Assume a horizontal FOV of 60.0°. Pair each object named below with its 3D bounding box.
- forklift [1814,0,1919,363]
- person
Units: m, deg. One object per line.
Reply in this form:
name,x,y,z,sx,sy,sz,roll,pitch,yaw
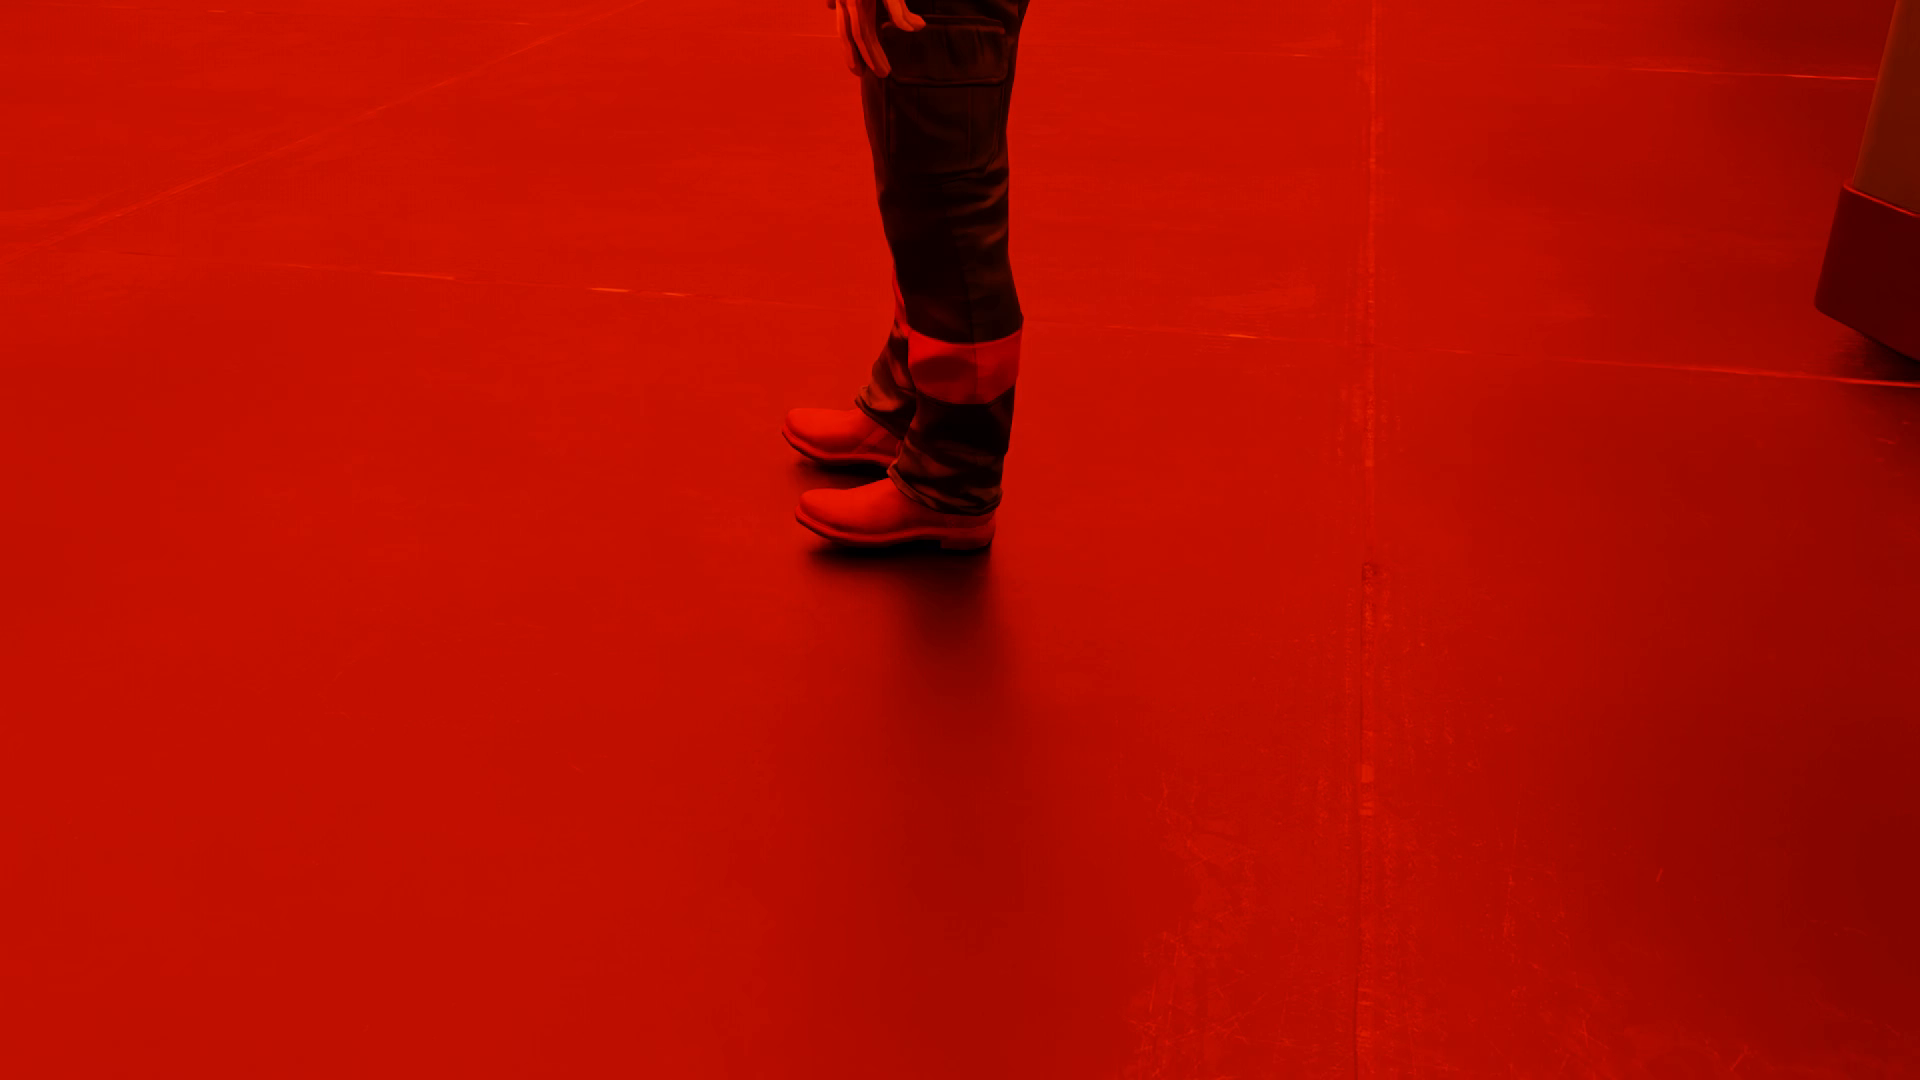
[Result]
forklift,3.228,-1.614,2.445,3.031,2.935,1.130,-5,27,-9
person,-0.075,-0.819,2.120,0.564,1.787,0.637,6,27,11
